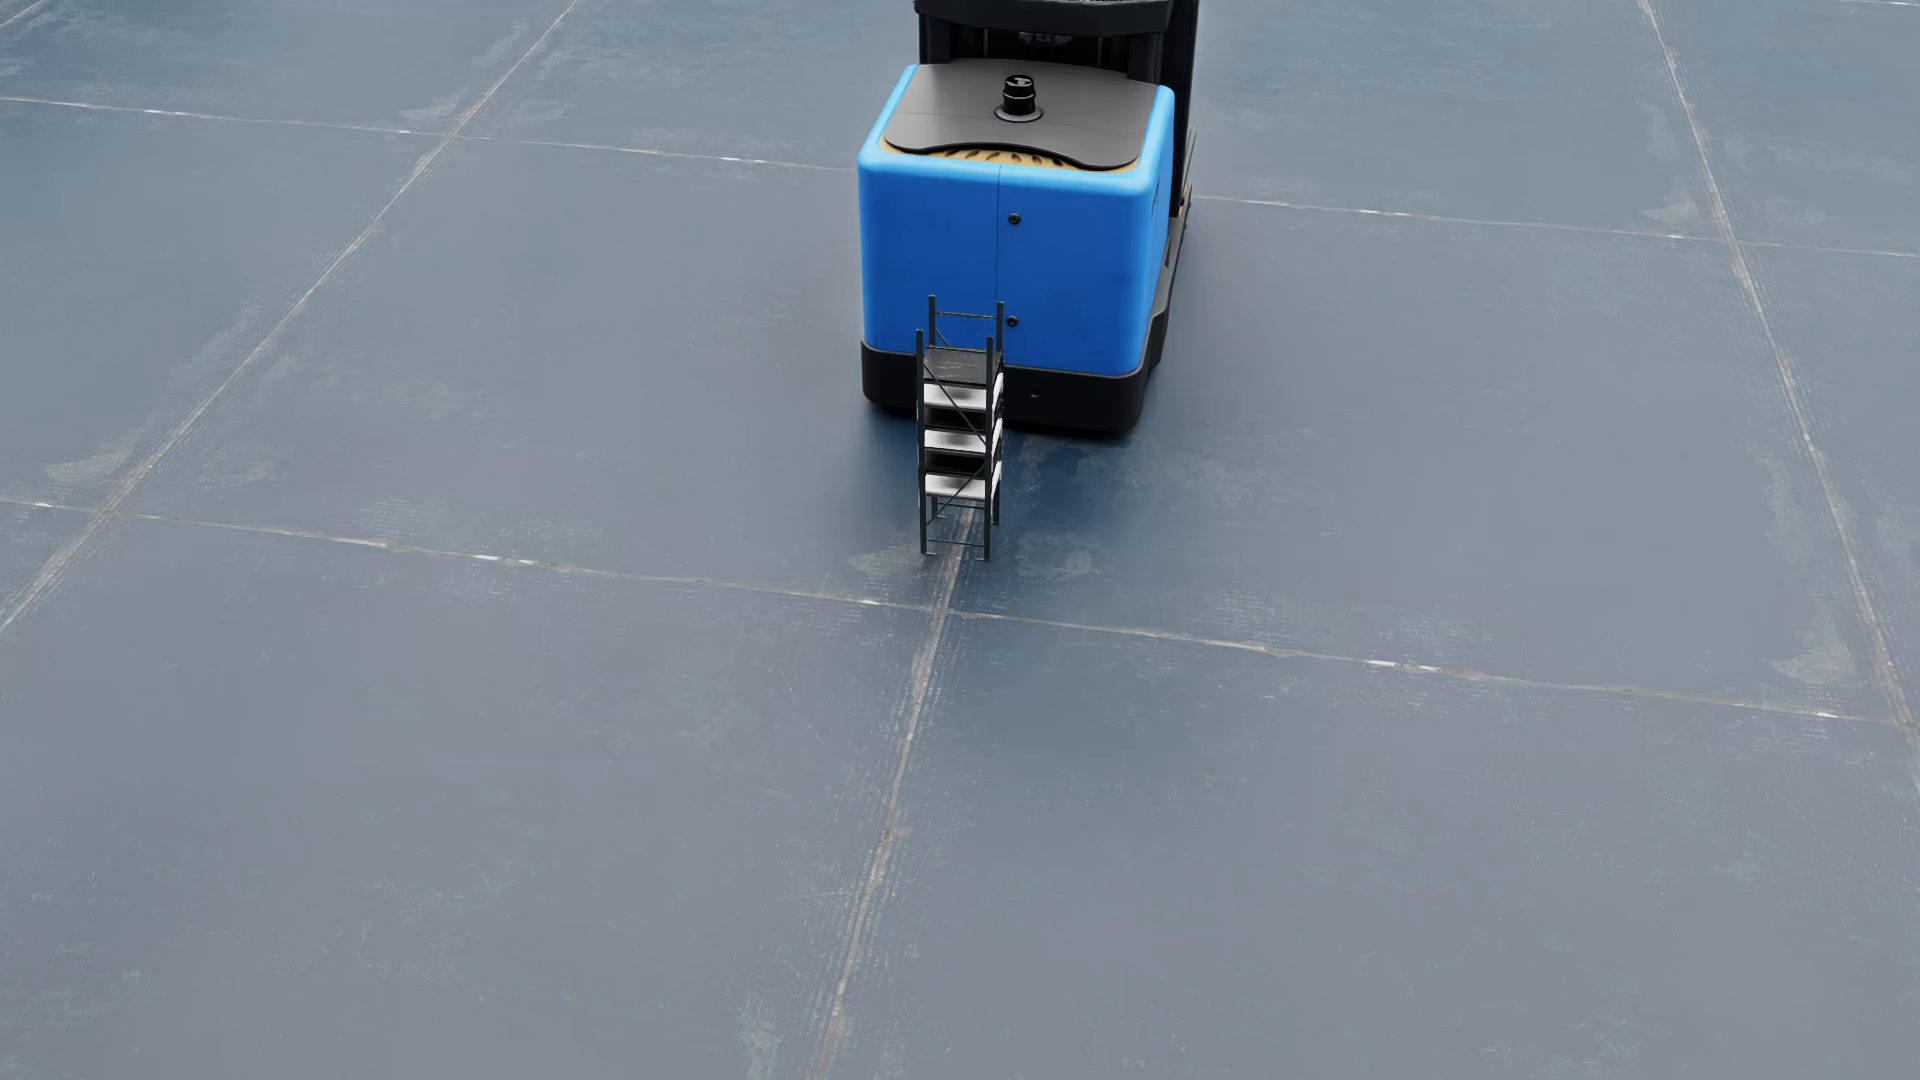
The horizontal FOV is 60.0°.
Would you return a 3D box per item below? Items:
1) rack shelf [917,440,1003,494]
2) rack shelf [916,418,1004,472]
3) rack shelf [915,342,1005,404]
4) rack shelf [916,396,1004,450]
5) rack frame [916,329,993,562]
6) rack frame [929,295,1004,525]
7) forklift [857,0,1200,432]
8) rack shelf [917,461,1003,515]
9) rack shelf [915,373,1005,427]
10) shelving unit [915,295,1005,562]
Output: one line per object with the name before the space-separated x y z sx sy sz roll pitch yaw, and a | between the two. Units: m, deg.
rack shelf | 0.001 -0.257 5.548 0.258 0.077 0.200 6 40 8
rack shelf | 0.001 -0.326 5.491 0.258 0.077 0.200 6 40 8
rack shelf | 0.001 -0.534 5.319 0.258 0.077 0.200 6 40 8
rack shelf | 0.001 -0.396 5.433 0.258 0.077 0.200 6 40 8
rack frame | -0.016 -0.288 5.392 0.240 0.900 0.006 6 40 8
rack frame | 0.019 -0.416 5.547 0.240 0.900 0.006 6 40 8
forklift | 0.429 -2.470 6.438 1.130 2.935 3.031 7 40 9
rack shelf | 0.001 -0.187 5.605 0.258 0.077 0.200 6 40 8
rack shelf | 0.001 -0.465 5.376 0.258 0.077 0.200 6 40 8
shelving unit | 0.001 -0.352 5.469 0.258 0.900 0.210 6 40 8
